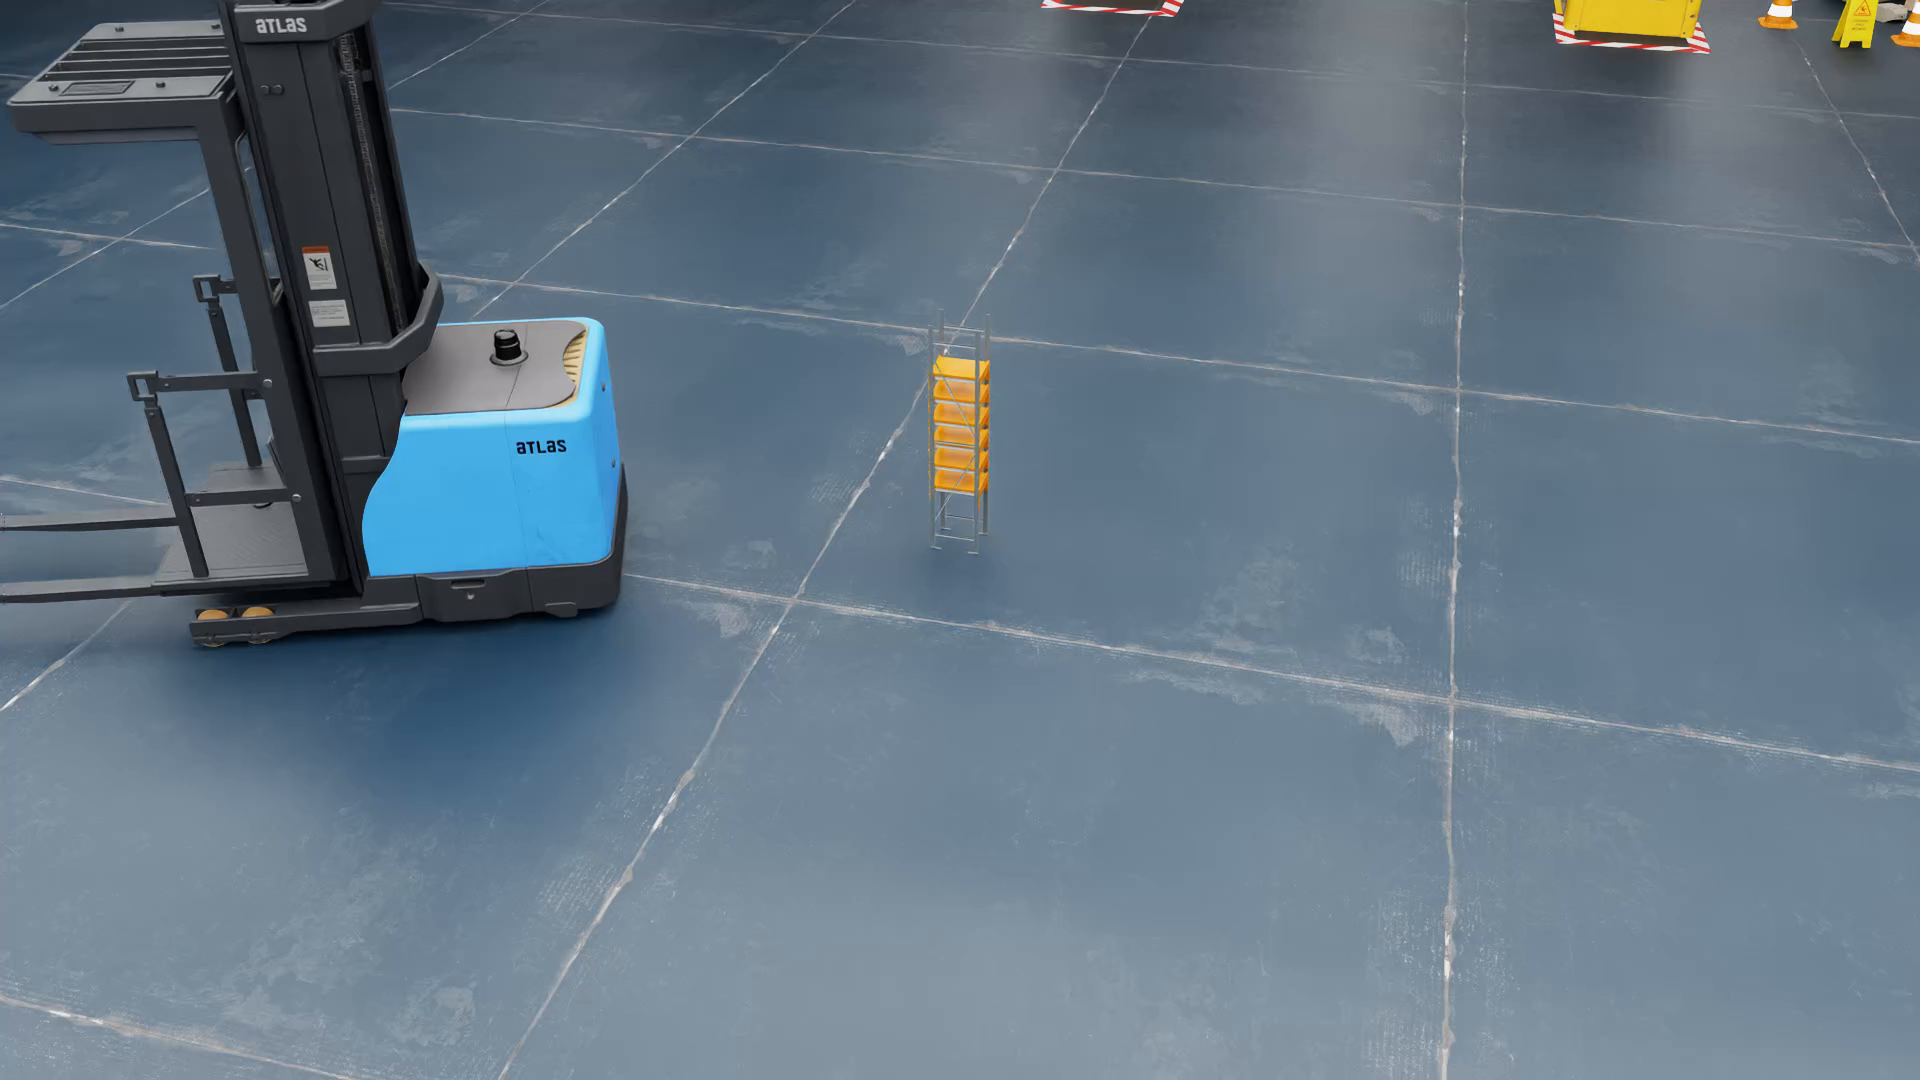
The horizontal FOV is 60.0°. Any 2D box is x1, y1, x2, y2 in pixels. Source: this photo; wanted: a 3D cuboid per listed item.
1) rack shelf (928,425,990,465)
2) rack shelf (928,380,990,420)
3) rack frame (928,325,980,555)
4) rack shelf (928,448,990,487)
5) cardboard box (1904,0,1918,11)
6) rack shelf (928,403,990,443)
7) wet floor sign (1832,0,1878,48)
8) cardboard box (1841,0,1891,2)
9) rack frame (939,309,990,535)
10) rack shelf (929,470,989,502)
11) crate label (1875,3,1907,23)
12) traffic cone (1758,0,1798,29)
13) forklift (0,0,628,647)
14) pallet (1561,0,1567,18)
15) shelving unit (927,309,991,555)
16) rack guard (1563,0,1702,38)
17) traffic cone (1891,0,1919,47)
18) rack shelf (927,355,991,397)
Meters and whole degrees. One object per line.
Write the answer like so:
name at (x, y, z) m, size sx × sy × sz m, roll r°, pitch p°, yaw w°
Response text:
rack shelf at (-0.004, -0.461, 7.940) m, size 0.258 × 0.103 × 0.180 m, roll 8°, pitch 33°, yaw 12°
rack shelf at (-0.004, -0.664, 7.811) m, size 0.258 × 0.103 × 0.180 m, roll 8°, pitch 33°, yaw 12°
rack frame at (-0.027, -0.451, 7.842) m, size 0.240 × 1.200 × 0.006 m, roll 8°, pitch 33°, yaw 12°
rack shelf at (-0.004, -0.360, 8.005) m, size 0.258 × 0.103 × 0.180 m, roll 8°, pitch 33°, yaw 12°
cardboard box at (9.606, -5.315, 16.471) m, size 0.380 × 0.149 × 0.250 m, roll 28°, pitch 42°, yaw 36°
rack shelf at (-0.004, -0.563, 7.876) m, size 0.258 × 0.103 × 0.180 m, roll 8°, pitch 33°, yaw 12°
wet floor sign at (8.321, -4.906, 15.366) m, size 0.267 × 0.644 × 0.232 m, roll 3°, pitch 33°, yaw 4°
cardboard box at (9.224, -5.765, 16.850) m, size 0.797 × 0.503 × 0.637 m, roll -14°, pitch 35°, yaw -21°
rack frame at (0.020, -0.546, 7.991) m, size 0.240 × 1.200 × 0.006 m, roll 8°, pitch 33°, yaw 12°
rack shelf at (-0.004, -0.259, 8.069) m, size 0.258 × 0.103 × 0.180 m, roll 8°, pitch 33°, yaw 12°
crate label at (9.068, -5.145, 16.215) m, size 0.250 × 0.136 × 0.298 m, roll -8°, pitch 33°, yaw -13°
traffic cone at (7.922, -5.196, 15.992) m, size 0.336 × 0.463 × 0.334 m, roll 8°, pitch 33°, yaw 12°
forklift at (-3.137, -1.056, 7.179) m, size 3.031 × 2.935 × 1.130 m, roll -4°, pitch 33°, yaw -6°
pallet at (6.541, -5.433, 16.600) m, size 1.003 × 0.211 × 1.213 m, roll 8°, pitch 33°, yaw 12°
shelving unit at (-0.004, -0.499, 7.916) m, size 0.258 × 1.200 × 0.189 m, roll 8°, pitch 33°, yaw 12°
rack guard at (6.407, -5.117, 15.833) m, size 1.175 × 0.500 × 0.348 m, roll 8°, pitch 33°, yaw 12°
traffic cone at (8.928, -4.866, 15.472) m, size 0.336 × 0.463 × 0.334 m, roll 8°, pitch 33°, yaw 12°
rack shelf at (-0.004, -0.765, 7.747) m, size 0.258 × 0.103 × 0.180 m, roll 8°, pitch 33°, yaw 12°
